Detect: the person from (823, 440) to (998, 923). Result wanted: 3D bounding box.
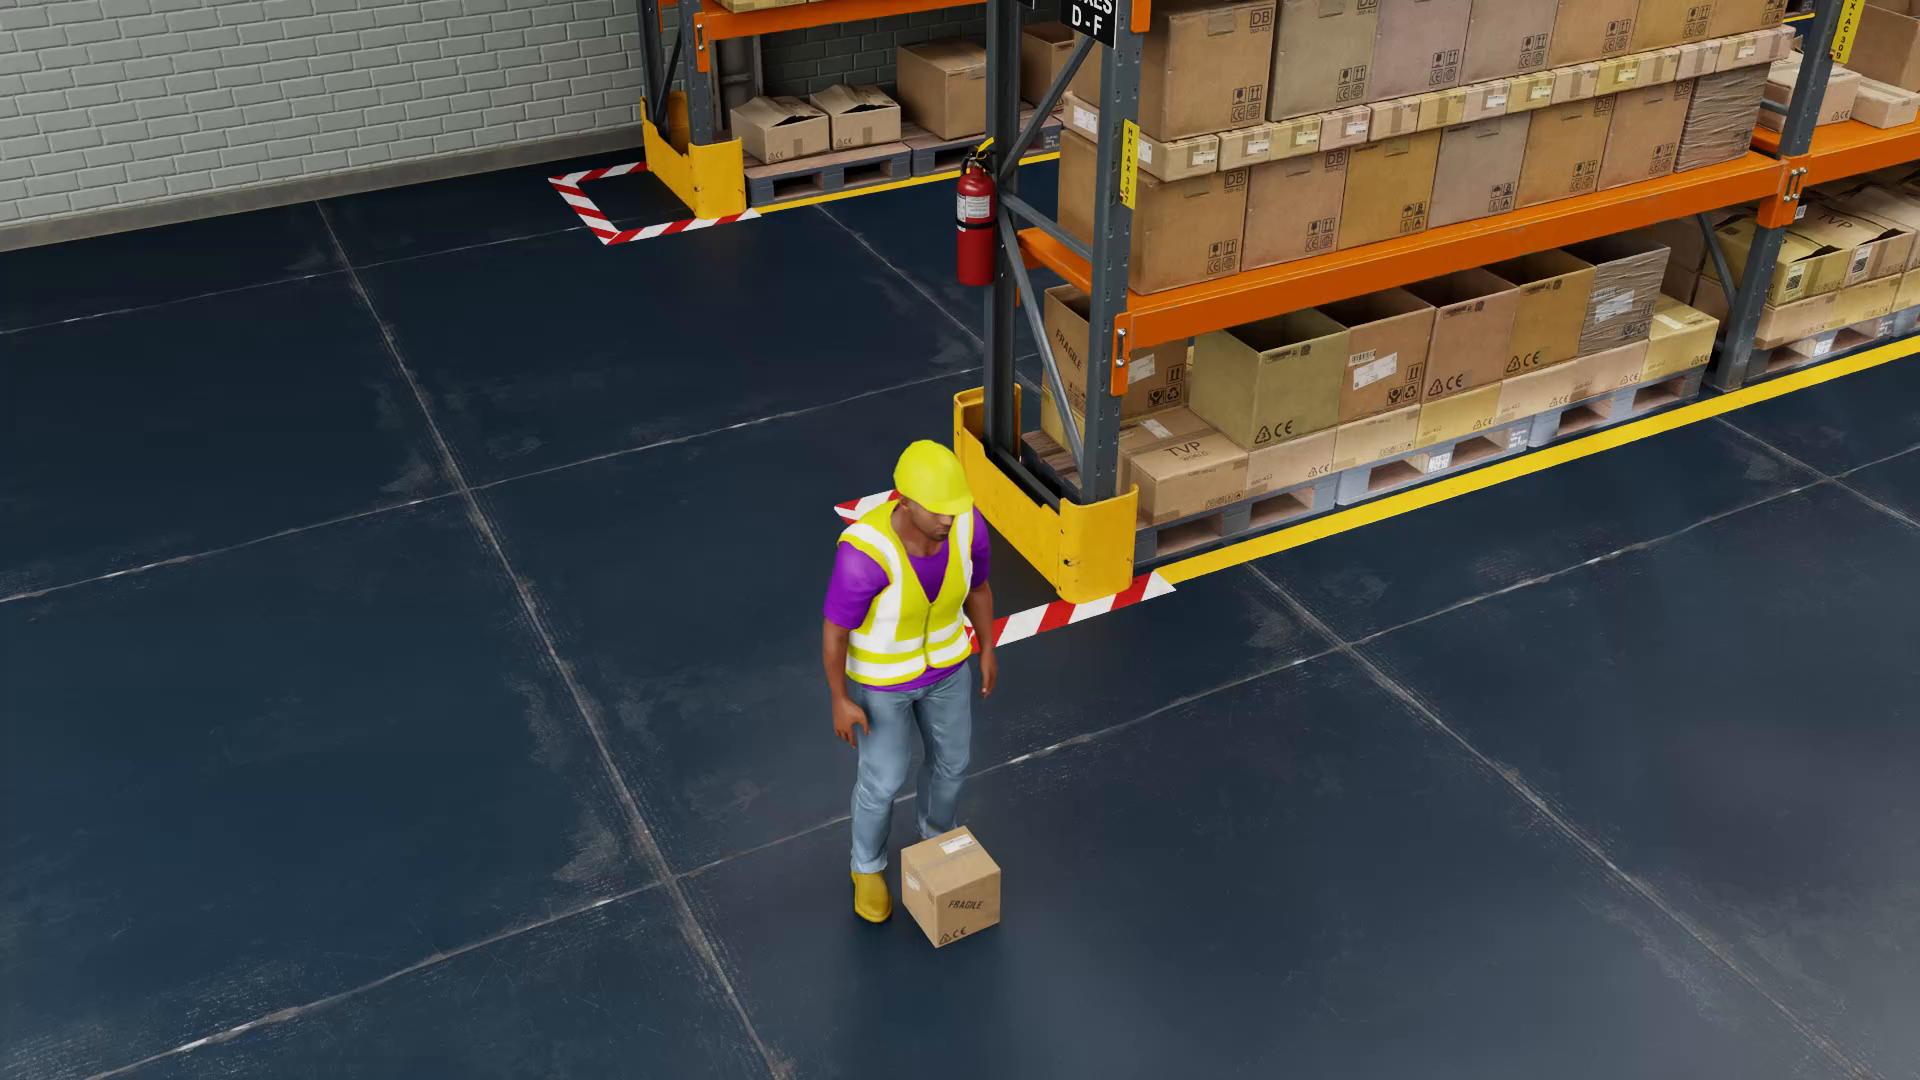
[{"bbox_3d":[-0.144,0.439,5.444,0.629,1.759,0.460,-18,37,-26],"label":"person"}]
